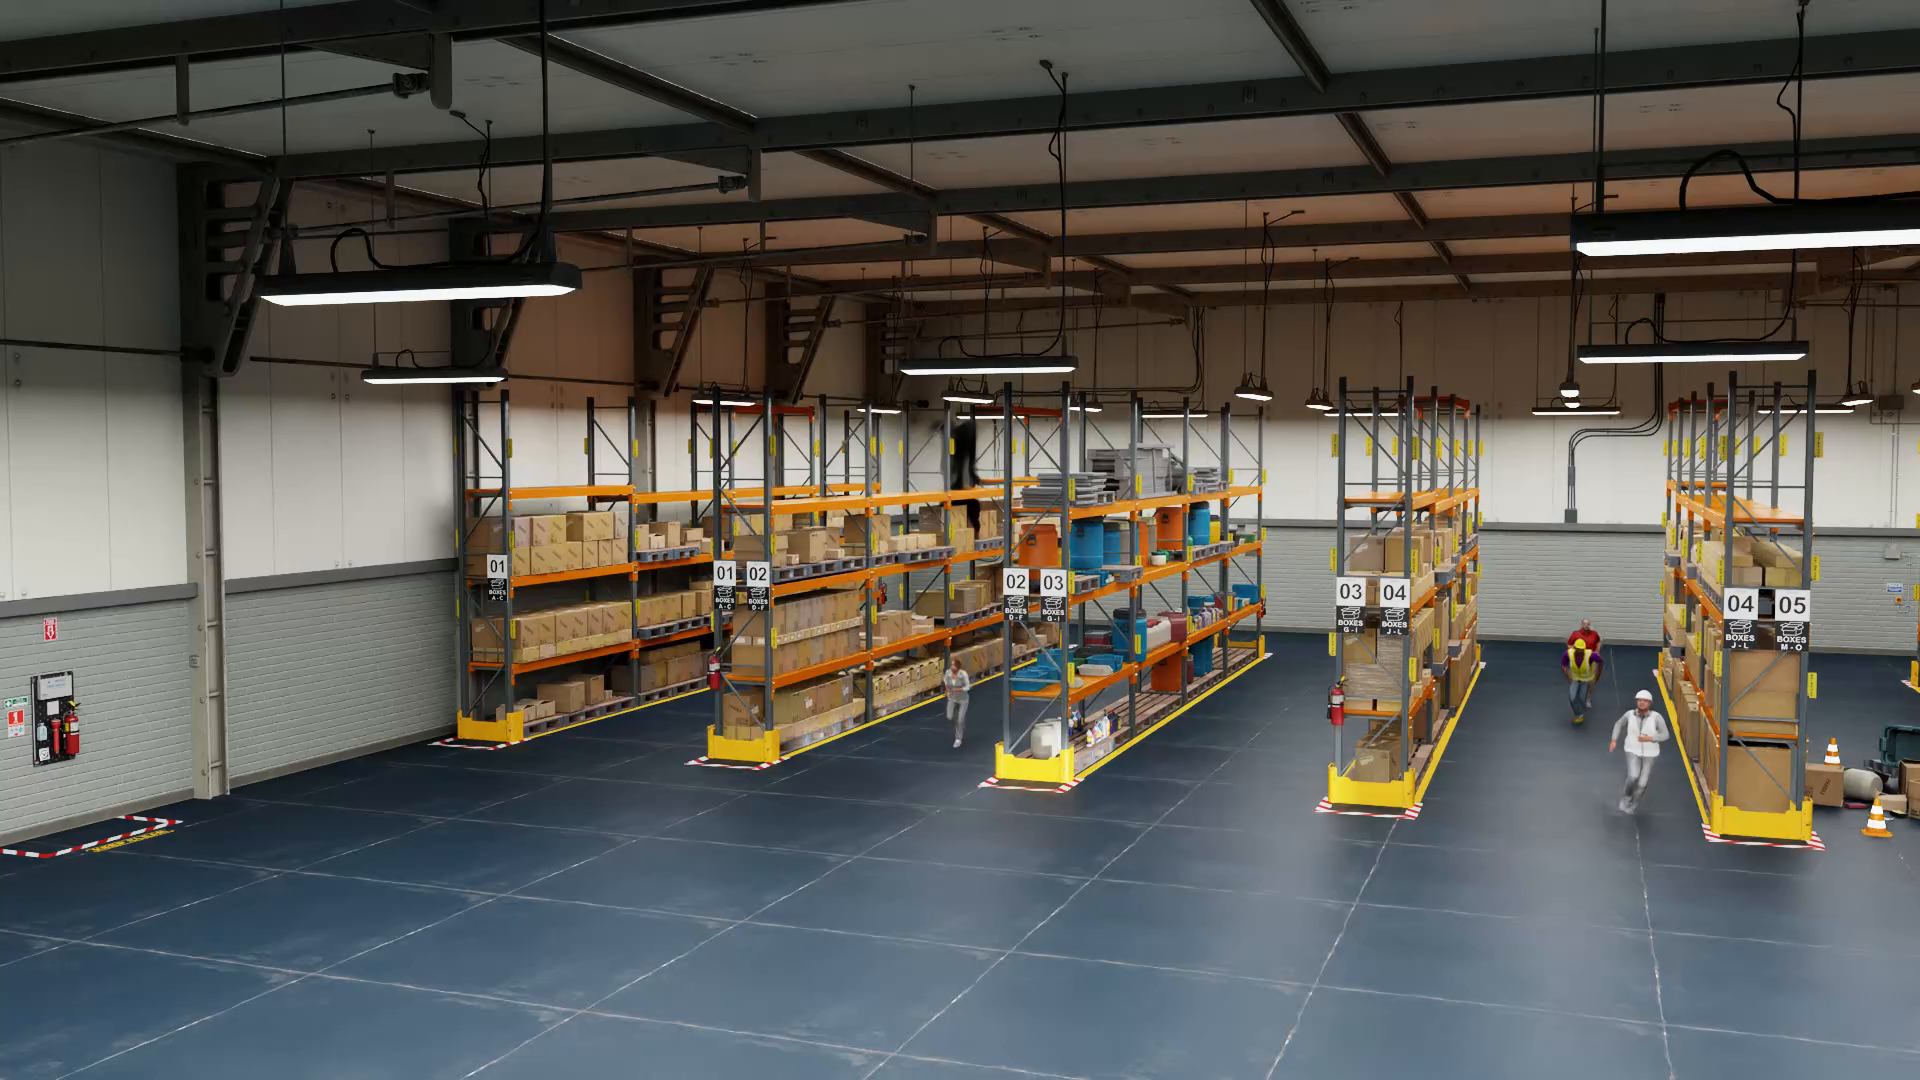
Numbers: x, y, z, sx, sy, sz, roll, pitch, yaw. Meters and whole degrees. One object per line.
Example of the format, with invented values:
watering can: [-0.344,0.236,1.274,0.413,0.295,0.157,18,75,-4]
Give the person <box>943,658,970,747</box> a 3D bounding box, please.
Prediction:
person: [-0.073,2.716,27.776,0.525,1.526,0.680,1,3,14]

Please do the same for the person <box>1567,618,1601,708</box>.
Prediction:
person: [12.173,2.368,32.433,0.652,1.709,0.893,1,3,10]

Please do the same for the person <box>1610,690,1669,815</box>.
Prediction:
person: [9.221,2.897,22.566,0.718,1.734,0.640,1,3,15]

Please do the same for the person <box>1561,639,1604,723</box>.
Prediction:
person: [11.311,2.557,30.251,0.724,1.575,0.895,1,3,23]
